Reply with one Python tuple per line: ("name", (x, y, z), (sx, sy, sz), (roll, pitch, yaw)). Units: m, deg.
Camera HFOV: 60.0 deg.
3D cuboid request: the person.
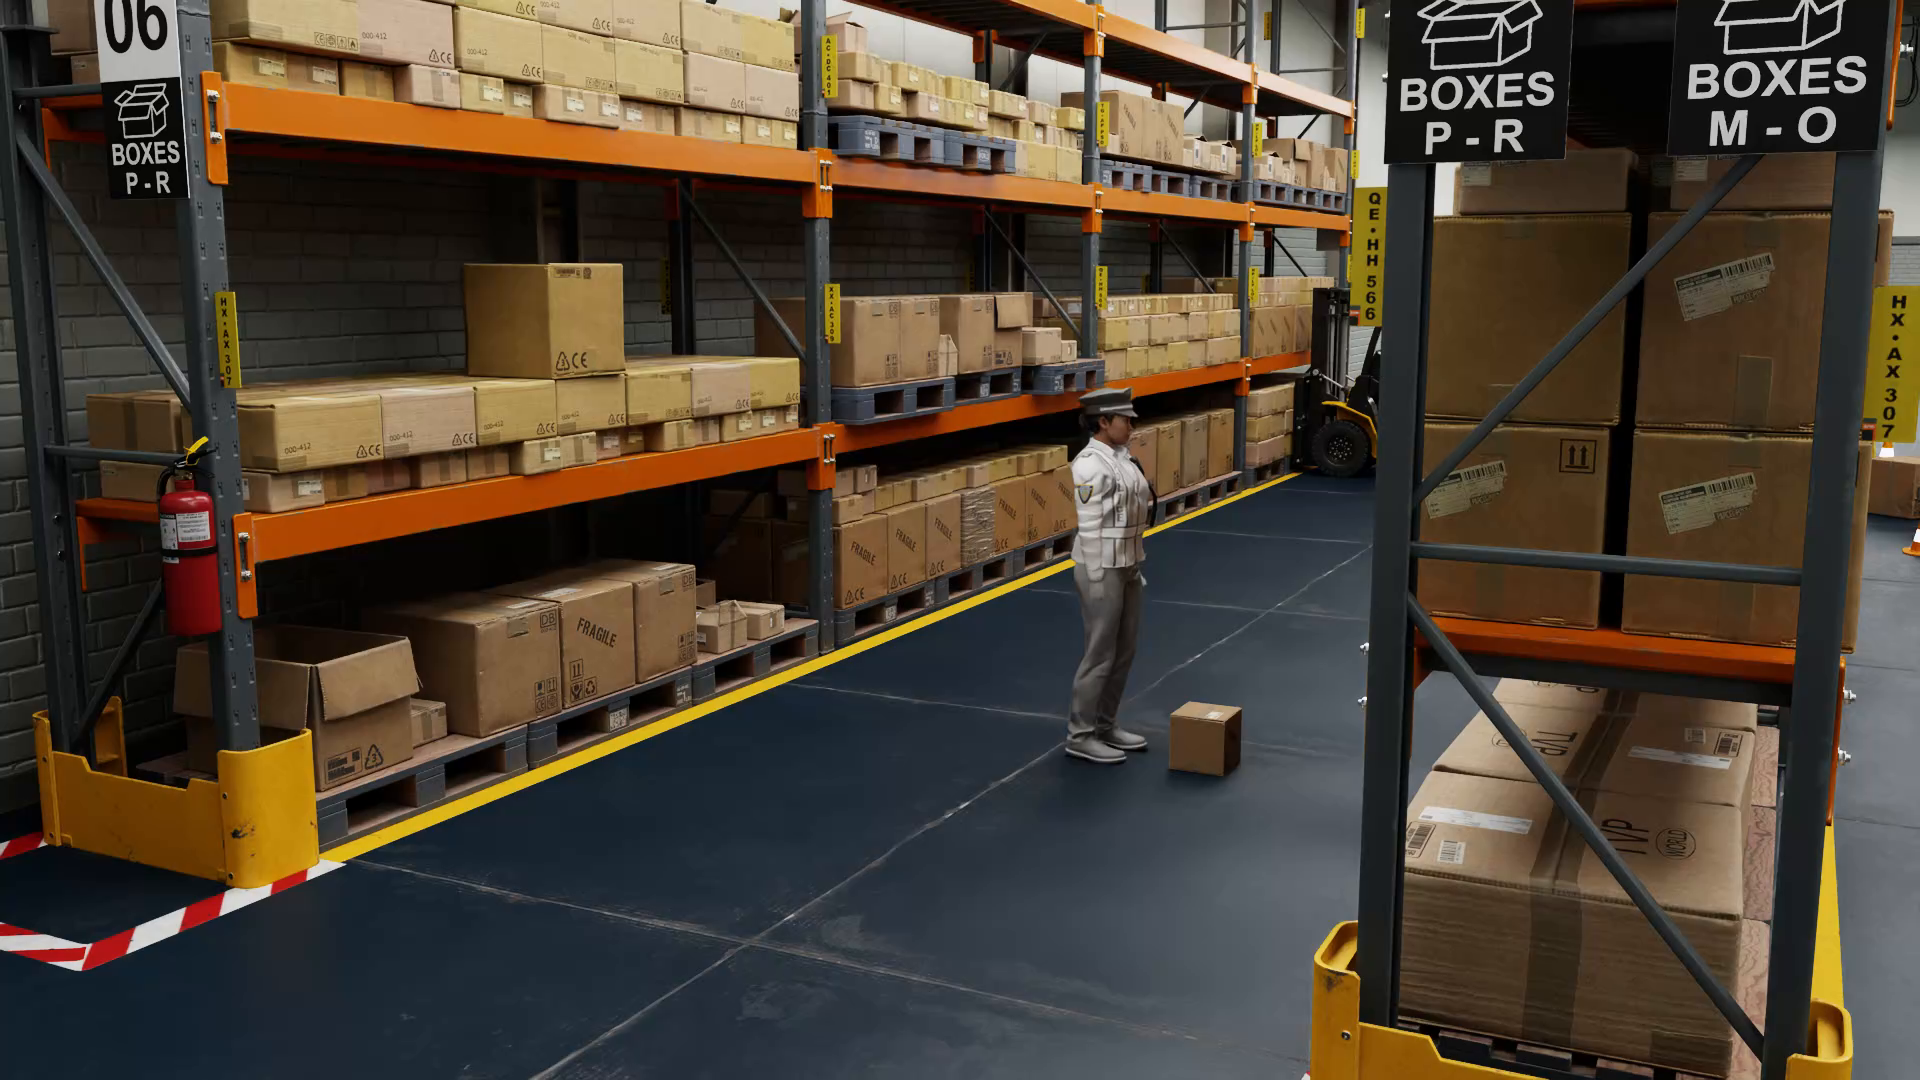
("person", (0.664, 0.148, 7.449), (0.306, 1.669, 0.361), (5, 10, 27))
